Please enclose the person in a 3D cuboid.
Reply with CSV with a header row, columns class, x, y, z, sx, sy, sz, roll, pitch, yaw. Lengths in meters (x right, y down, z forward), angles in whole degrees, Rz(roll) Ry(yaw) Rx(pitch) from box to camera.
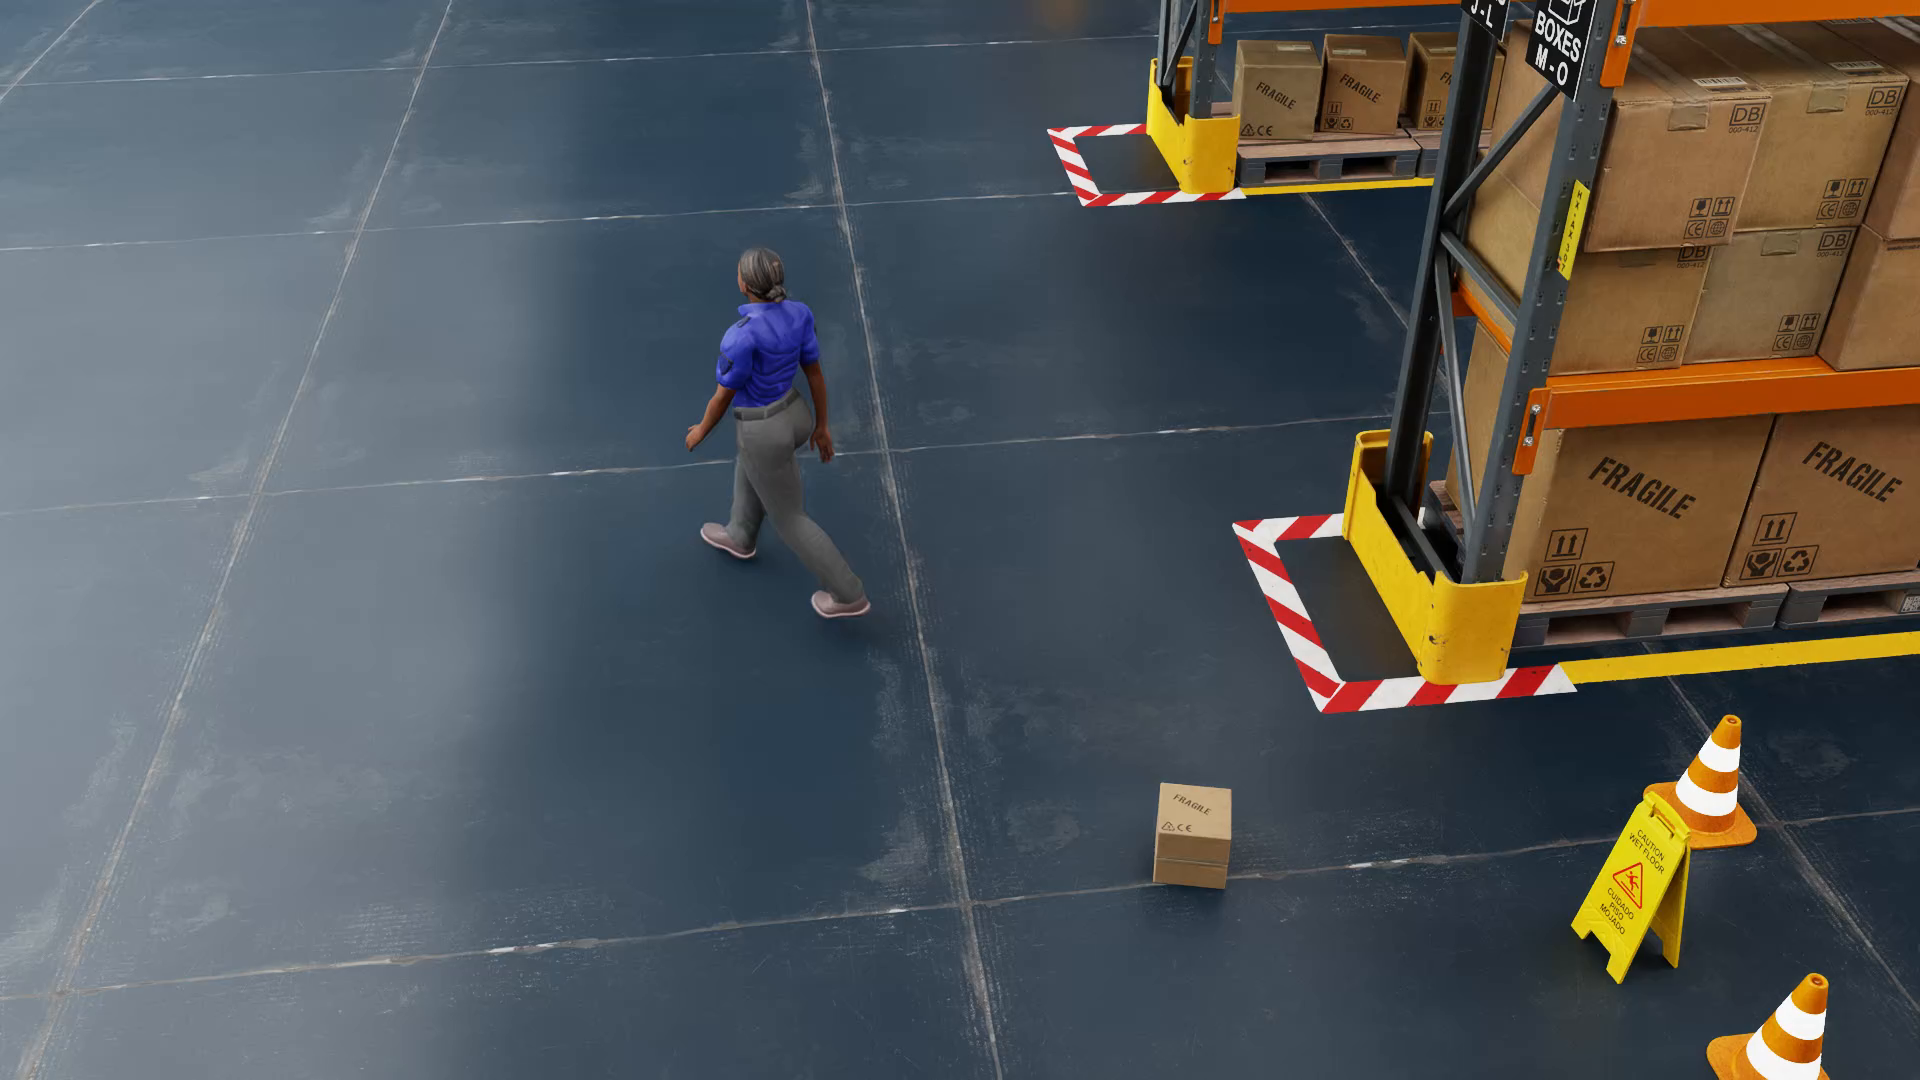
class,x,y,z,sx,sy,sz,roll,pitch,yaw
person,-0.787,-0.460,6.804,1.022,1.595,0.447,19,39,25
